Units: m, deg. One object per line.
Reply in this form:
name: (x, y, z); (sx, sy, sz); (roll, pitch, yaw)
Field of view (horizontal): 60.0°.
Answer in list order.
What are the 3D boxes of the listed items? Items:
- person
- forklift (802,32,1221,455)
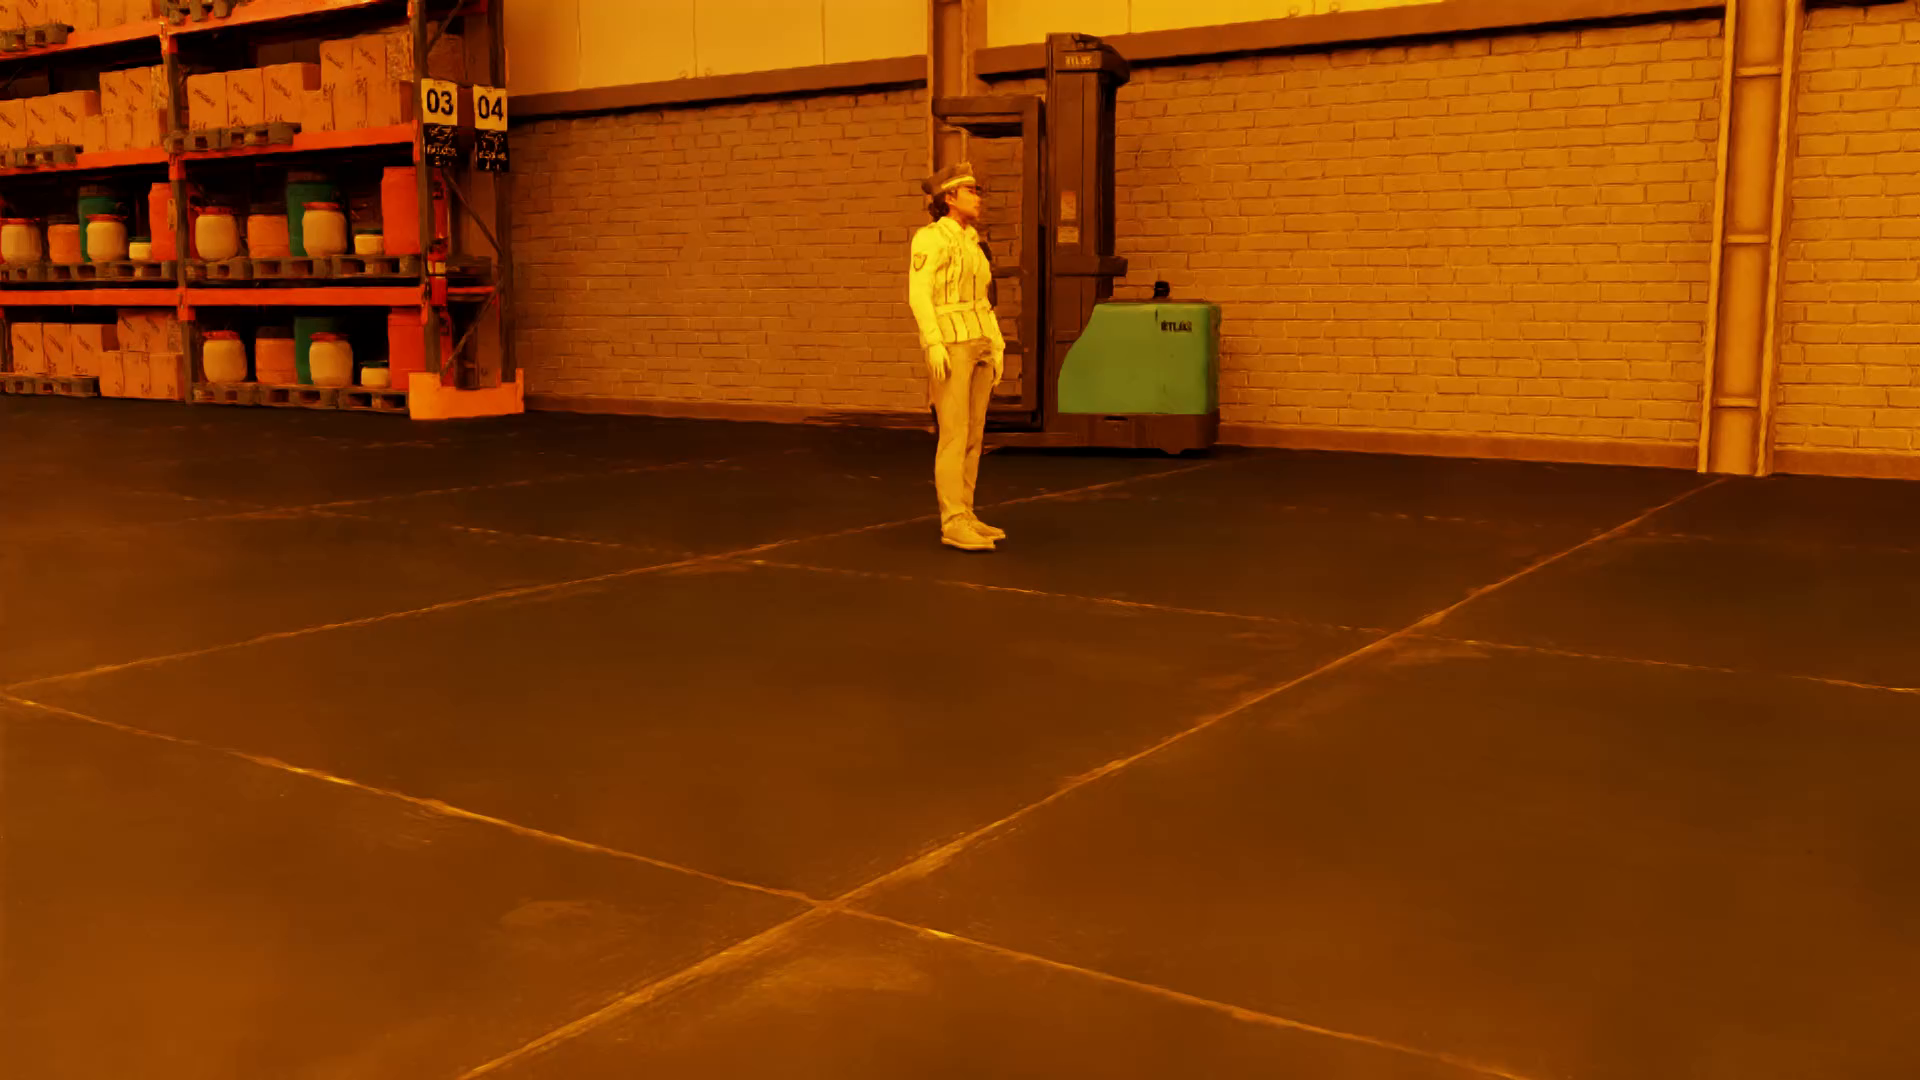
person: (0.052, -0.840, 7.440); (0.533, 1.695, 0.586); (5, 10, 34)
forklift: (0.370, -2.133, 12.191); (3.031, 2.935, 1.130); (2, 8, 14)
